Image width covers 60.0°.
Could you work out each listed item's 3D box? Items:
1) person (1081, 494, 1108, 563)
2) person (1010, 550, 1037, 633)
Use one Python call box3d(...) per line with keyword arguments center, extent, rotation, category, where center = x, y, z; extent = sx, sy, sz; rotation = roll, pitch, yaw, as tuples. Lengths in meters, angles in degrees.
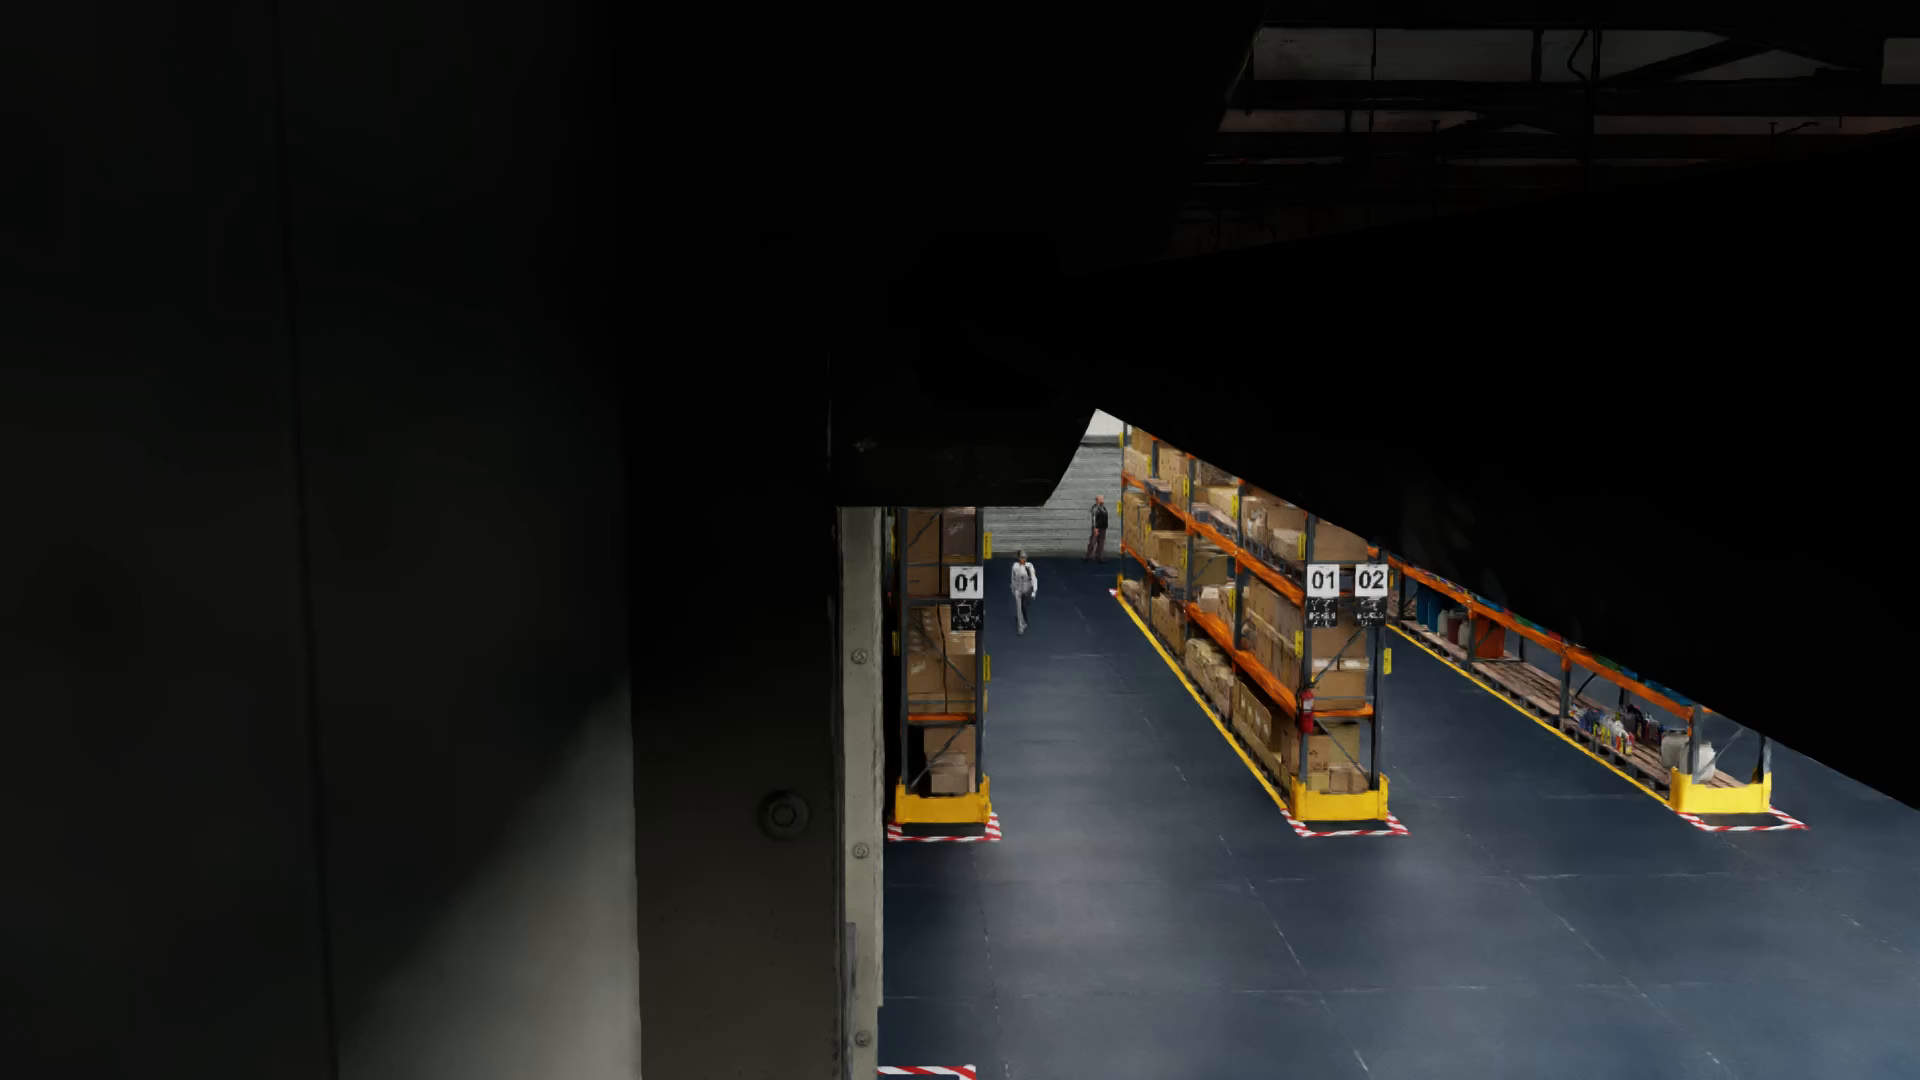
box3d(center=(3.320, -0.275, 41.012), extent=(0.478, 1.719, 0.709), rotation=(7, 10, 40), category="person")
box3d(center=(1.245, 0.971, 32.427), extent=(0.502, 1.621, 0.997), rotation=(0, 8, -3), category="person")
